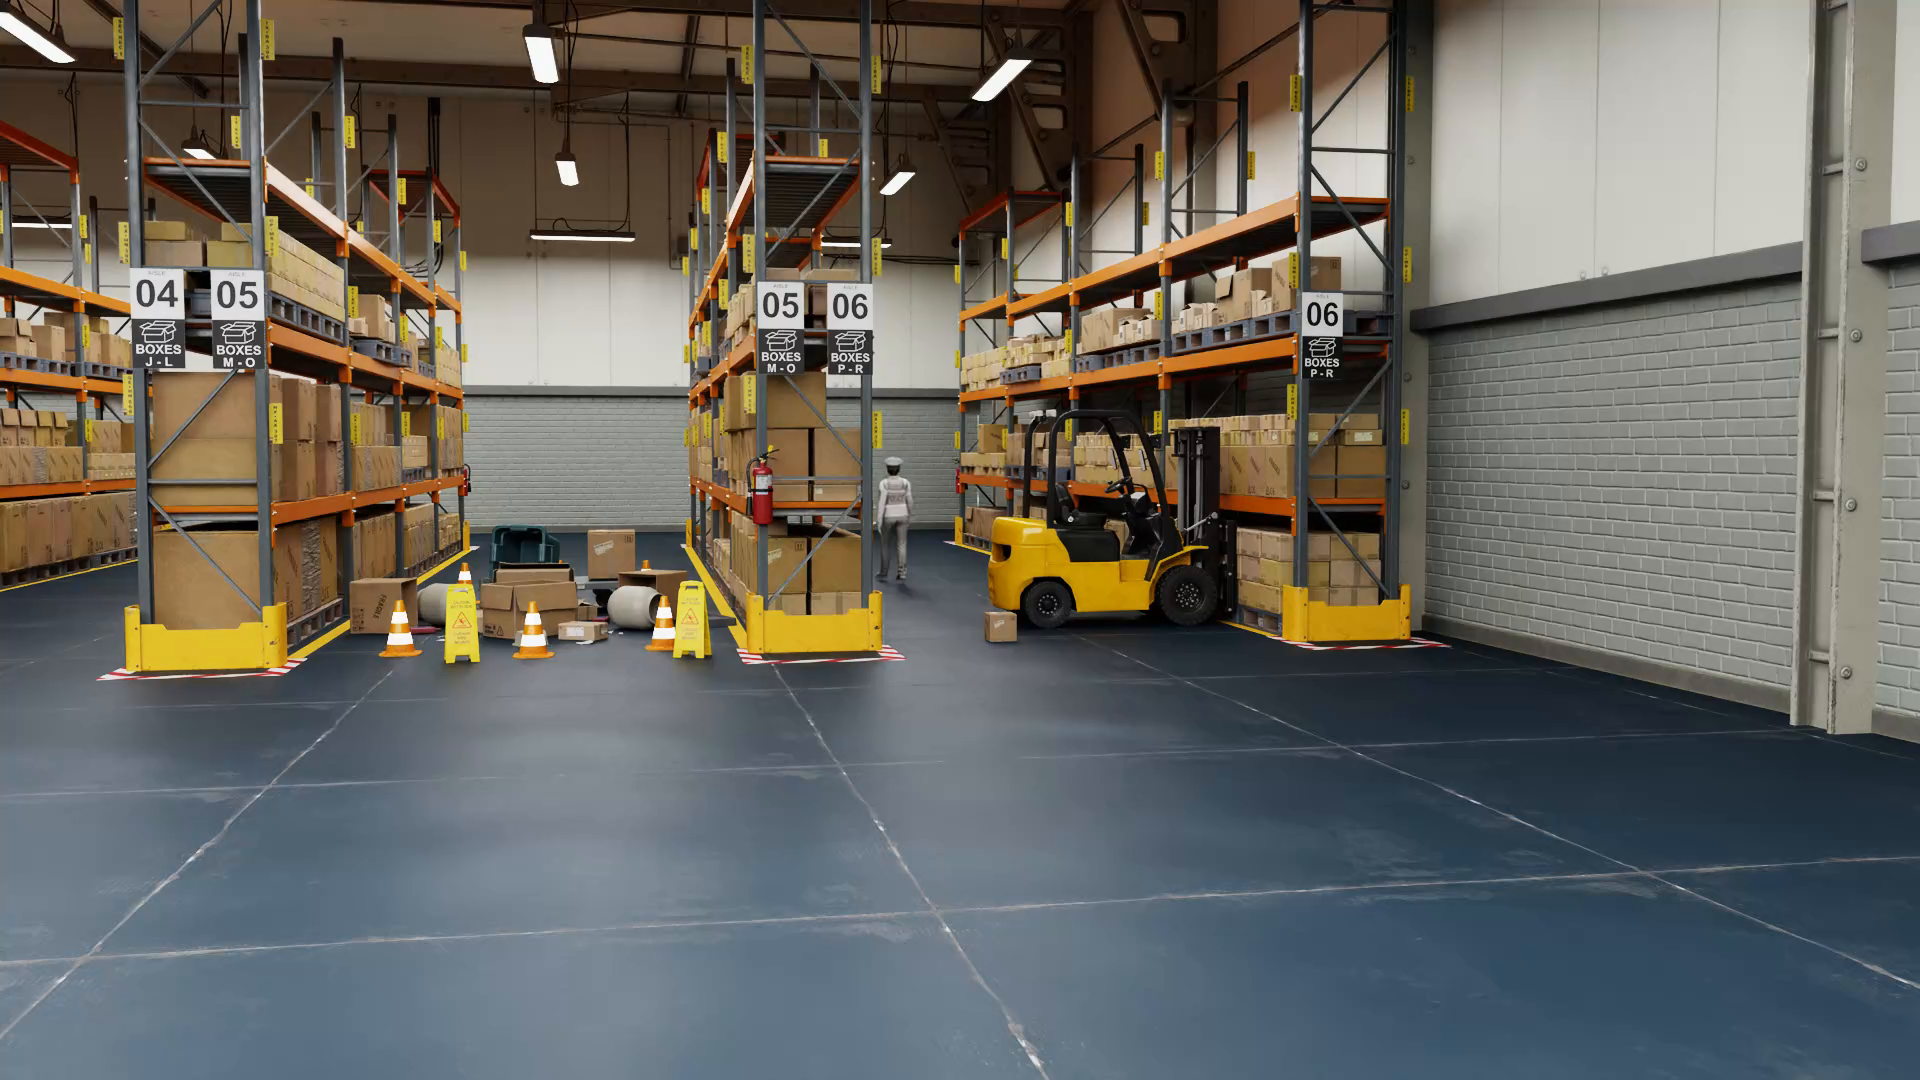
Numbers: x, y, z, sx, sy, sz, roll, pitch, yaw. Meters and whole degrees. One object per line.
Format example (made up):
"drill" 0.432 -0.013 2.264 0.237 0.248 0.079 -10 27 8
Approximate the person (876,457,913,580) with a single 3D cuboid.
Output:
"person" -0.876 -0.292 22.060 0.517 1.629 0.982 -1 3 -13
